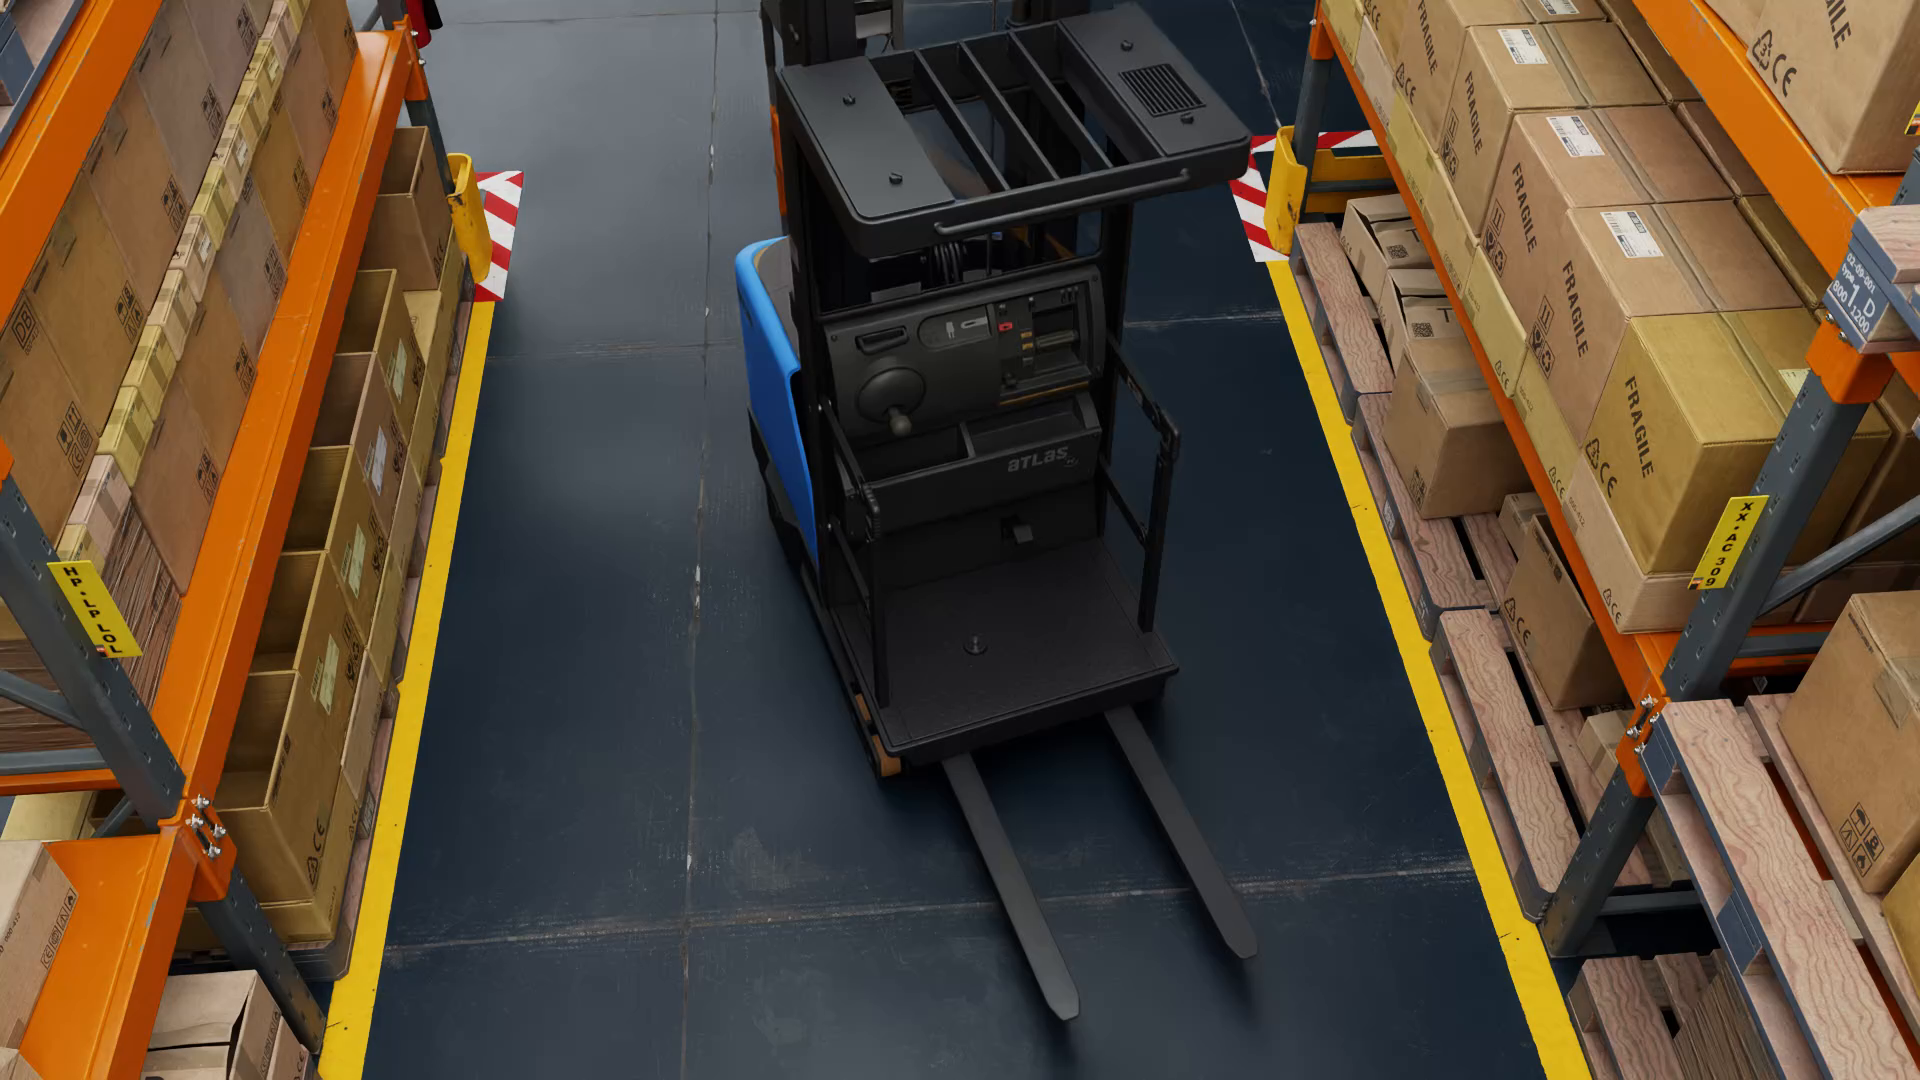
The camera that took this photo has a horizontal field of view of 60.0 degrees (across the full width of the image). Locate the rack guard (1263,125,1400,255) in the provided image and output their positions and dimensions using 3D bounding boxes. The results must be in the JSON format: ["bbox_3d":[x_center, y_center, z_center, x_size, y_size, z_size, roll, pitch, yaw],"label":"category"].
[{"bbox_3d":[2.097,-1.711,8.026,1.175,0.500,0.348,-3,47,-3],"label":"rack guard"}]

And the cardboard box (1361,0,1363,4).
[{"bbox_3d":[1.831,-2.475,6.601,0.500,0.500,0.500,-3,47,-3],"label":"cardboard box"}]

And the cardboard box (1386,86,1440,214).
[{"bbox_3d":[1.909,-1.465,6.161,0.500,0.250,0.500,-4,47,-4],"label":"cardboard box"}]

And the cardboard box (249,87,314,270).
[{"bbox_3d":[-2.735,-1.278,5.826,0.700,0.500,0.500,-3,47,-3],"label":"cardboard box"}]

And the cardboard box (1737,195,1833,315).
[{"bbox_3d":[2.555,-0.672,4.893,0.500,0.500,0.500,-4,47,-4],"label":"cardboard box"}]

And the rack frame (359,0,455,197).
[{"bbox_3d":[-2.846,-2.322,6.883,1.000,3.000,0.127,-3,47,-3],"label":"rack frame"}]

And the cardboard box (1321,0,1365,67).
[{"bbox_3d":[1.815,-2.208,6.865,0.500,0.250,0.500,-5,47,-4],"label":"cardboard box"}]

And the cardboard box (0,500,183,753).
[{"bbox_3d":[-2.554,0.217,4.409,0.700,0.500,0.500,-5,47,-4],"label":"cardboard box"}]

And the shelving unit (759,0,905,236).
[{"bbox_3d":[-0.479,-1.441,6.668,0.431,2.100,0.503,-15,48,-14],"label":"shelving unit"}]

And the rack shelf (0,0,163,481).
[{"bbox_3d":[-2.678,-1.659,4.685,1.077,0.370,4.000,-3,47,-3],"label":"rack shelf"}]

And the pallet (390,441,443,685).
[{"bbox_3d":[-2.641,0.068,6.540,1.003,0.211,1.213,-3,47,-3],"label":"pallet"}]

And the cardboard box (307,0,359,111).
[{"bbox_3d":[-2.819,-2.018,6.526,0.700,0.500,0.500,-3,47,-3],"label":"cardboard box"}]

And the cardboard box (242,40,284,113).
[{"bbox_3d":[-2.538,-1.568,5.653,0.380,0.149,0.250,-2,47,-2],"label":"cardboard box"}]

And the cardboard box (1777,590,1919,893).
[{"bbox_3d":[2.434,0.453,3.883,0.700,0.500,0.500,-3,47,-3],"label":"cardboard box"}]

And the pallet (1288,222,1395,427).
[{"bbox_3d":[2.130,-1.022,7.572,1.003,0.211,1.213,-3,47,-3],"label":"pallet"}]

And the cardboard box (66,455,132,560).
[{"bbox_3d":[-2.361,-0.073,4.237,0.380,0.149,0.250,-3,47,-3],"label":"cardboard box"}]

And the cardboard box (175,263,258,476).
[{"bbox_3d":[-2.643,-0.527,5.114,0.700,0.500,0.500,-3,47,-3],"label":"cardboard box"}]

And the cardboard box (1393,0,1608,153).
[{"bbox_3d":[1.899,-1.743,5.907,0.500,0.500,0.500,-5,47,-5],"label":"cardboard box"}]

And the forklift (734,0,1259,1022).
[{"bbox_3d":[0.106,-0.506,5.210,1.130,2.935,3.031,-15,48,-14],"label":"forklift"}]

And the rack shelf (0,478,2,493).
[{"bbox_3d":[-2.343,1.235,1.944,1.077,0.370,4.000,-3,47,-3],"label":"rack shelf"}]

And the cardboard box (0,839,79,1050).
[{"bbox_3d":[-2.426,0.977,3.862,0.500,0.250,0.500,-1,47,-1],"label":"cardboard box"}]

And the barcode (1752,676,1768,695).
[{"bbox_3d":[2.619,0.461,5.445,0.001,0.075,0.075,-3,47,-3],"label":"barcode"}]

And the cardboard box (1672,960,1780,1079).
[{"bbox_3d":[2.504,1.508,4.674,0.700,0.500,0.500,-2,47,-2],"label":"cardboard box"}]

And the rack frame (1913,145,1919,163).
[{"bbox_3d":[2.425,-1.794,2.252,1.000,3.000,0.127,-3,47,-3],"label":"rack frame"}]

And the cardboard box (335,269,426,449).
[{"bbox_3d":[-2.406,-0.686,6.422,0.500,0.500,0.500,-3,47,-3],"label":"cardboard box"}]

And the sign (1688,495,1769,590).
[{"bbox_3d":[1.885,0.009,4.079,0.100,0.325,0.005,-3,47,-3],"label":"sign"}]

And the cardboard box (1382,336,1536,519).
[{"bbox_3d":[2.118,-0.465,6.543,0.700,0.500,0.500,-6,47,-6],"label":"cardboard box"}]

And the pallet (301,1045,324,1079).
[{"bbox_3d":[-2.410,2.062,4.652,1.003,0.211,1.213,-3,47,-3],"label":"pallet"}]

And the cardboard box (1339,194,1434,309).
[{"bbox_3d":[2.059,-1.346,7.508,0.500,0.311,0.500,-8,47,-8],"label":"cardboard box"}]

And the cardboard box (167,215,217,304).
[{"bbox_3d":[-2.452,-0.823,4.948,0.380,0.149,0.250,-5,47,-4],"label":"cardboard box"}]

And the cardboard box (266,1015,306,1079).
[{"bbox_3d":[-2.187,1.656,4.720,0.500,0.250,0.500,-4,47,-4],"label":"cardboard box"}]

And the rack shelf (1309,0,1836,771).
[{"bbox_3d":[2.258,-0.931,6.061,1.077,0.370,4.000,-3,47,-3],"label":"rack shelf"}]

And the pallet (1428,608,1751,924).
[{"bbox_3d":[2.334,0.744,5.900,1.003,0.211,1.213,-3,47,-3],"label":"pallet"}]

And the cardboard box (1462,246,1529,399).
[{"bbox_3d":[1.993,-0.735,5.470,0.500,0.250,0.500,-4,47,-4],"label":"cardboard box"}]

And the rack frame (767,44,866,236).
[{"bbox_3d":[-0.563,-1.607,6.826,0.400,2.100,0.015,-15,48,-14],"label":"rack frame"}]

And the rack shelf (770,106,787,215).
[{"bbox_3d":[-0.479,-1.431,6.678,0.431,0.518,0.480,-15,48,-14],"label":"rack shelf"}]

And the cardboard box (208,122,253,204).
[{"bbox_3d":[-2.492,-1.192,5.298,0.380,0.149,0.250,-4,47,-4],"label":"cardboard box"}]

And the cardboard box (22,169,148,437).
[{"bbox_3d":[-2.598,-0.594,4.285,0.700,0.500,0.500,-4,47,-3],"label":"cardboard box"}]

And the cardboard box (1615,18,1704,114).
[{"bbox_3d":[2.464,-1.408,5.590,0.500,0.500,0.500,-3,47,-3],"label":"cardboard box"}]

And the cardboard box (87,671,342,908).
[{"bbox_3d":[-2.237,0.761,5.051,0.500,0.500,0.500,-3,47,-3],"label":"cardboard box"}]

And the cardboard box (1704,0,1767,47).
[{"bbox_3d":[2.107,-1.521,3.976,0.500,0.500,0.500,-7,47,-7],"label":"cardboard box"}]

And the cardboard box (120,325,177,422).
[{"bbox_3d":[-2.408,-0.449,4.594,0.380,0.149,0.250,-4,47,-4],"label":"cardboard box"}]

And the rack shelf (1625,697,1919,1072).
[{"bbox_3d":[2.593,1.963,3.321,1.077,0.370,4.000,-3,47,-3],"label":"rack shelf"}]

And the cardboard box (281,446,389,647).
[{"bbox_3d":[-2.321,0.037,5.737,0.500,0.500,0.500,-3,47,-3],"label":"cardboard box"}]

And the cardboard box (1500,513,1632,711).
[{"bbox_3d":[2.299,0.228,5.886,0.500,0.500,0.500,-7,47,-6],"label":"cardboard box"}]

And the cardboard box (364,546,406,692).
[{"bbox_3d":[-2.321,0.295,6.009,0.500,0.250,0.500,-3,47,-3],"label":"cardboard box"}]

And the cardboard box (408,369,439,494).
[{"bbox_3d":[-2.409,-0.428,6.694,0.500,0.250,0.500,-3,47,-3],"label":"cardboard box"}]

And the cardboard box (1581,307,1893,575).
[{"bbox_3d":[2.078,-0.268,4.511,0.500,0.500,0.500,-4,47,-3],"label":"cardboard box"}]

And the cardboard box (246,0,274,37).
[{"bbox_3d":[-2.765,-2.045,5.659,0.700,0.500,0.500,-5,47,-4],"label":"cardboard box"}]

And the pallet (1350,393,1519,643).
[{"bbox_3d":[2.229,-0.141,6.738,1.003,0.211,1.213,-3,47,-3],"label":"pallet"}]

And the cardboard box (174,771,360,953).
[{"bbox_3d":[-2.247,1.019,5.323,0.500,0.250,0.500,-3,47,-3],"label":"cardboard box"}]

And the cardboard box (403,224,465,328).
[{"bbox_3d":[-2.506,-1.151,7.378,0.500,0.250,0.500,-3,47,-3],"label":"cardboard box"}]

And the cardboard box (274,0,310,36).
[{"bbox_3d":[-2.579,-1.940,6.006,0.380,0.149,0.250,-4,47,-4],"label":"cardboard box"}]

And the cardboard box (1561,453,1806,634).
[{"bbox_3d":[2.084,-0.011,4.784,0.500,0.250,0.500,-3,47,-3],"label":"cardboard box"}]

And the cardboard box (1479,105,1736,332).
[{"bbox_3d":[1.999,-0.994,5.198,0.500,0.500,0.500,-5,47,-4],"label":"cardboard box"}]

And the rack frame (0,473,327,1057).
[{"bbox_3d":[-2.511,0.572,4.142,1.000,3.000,0.127,-3,47,-3],"label":"rack frame"}]

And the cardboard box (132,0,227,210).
[{"bbox_3d":[-2.680,-1.318,4.970,0.700,0.500,0.500,-3,47,-3],"label":"cardboard box"}]
